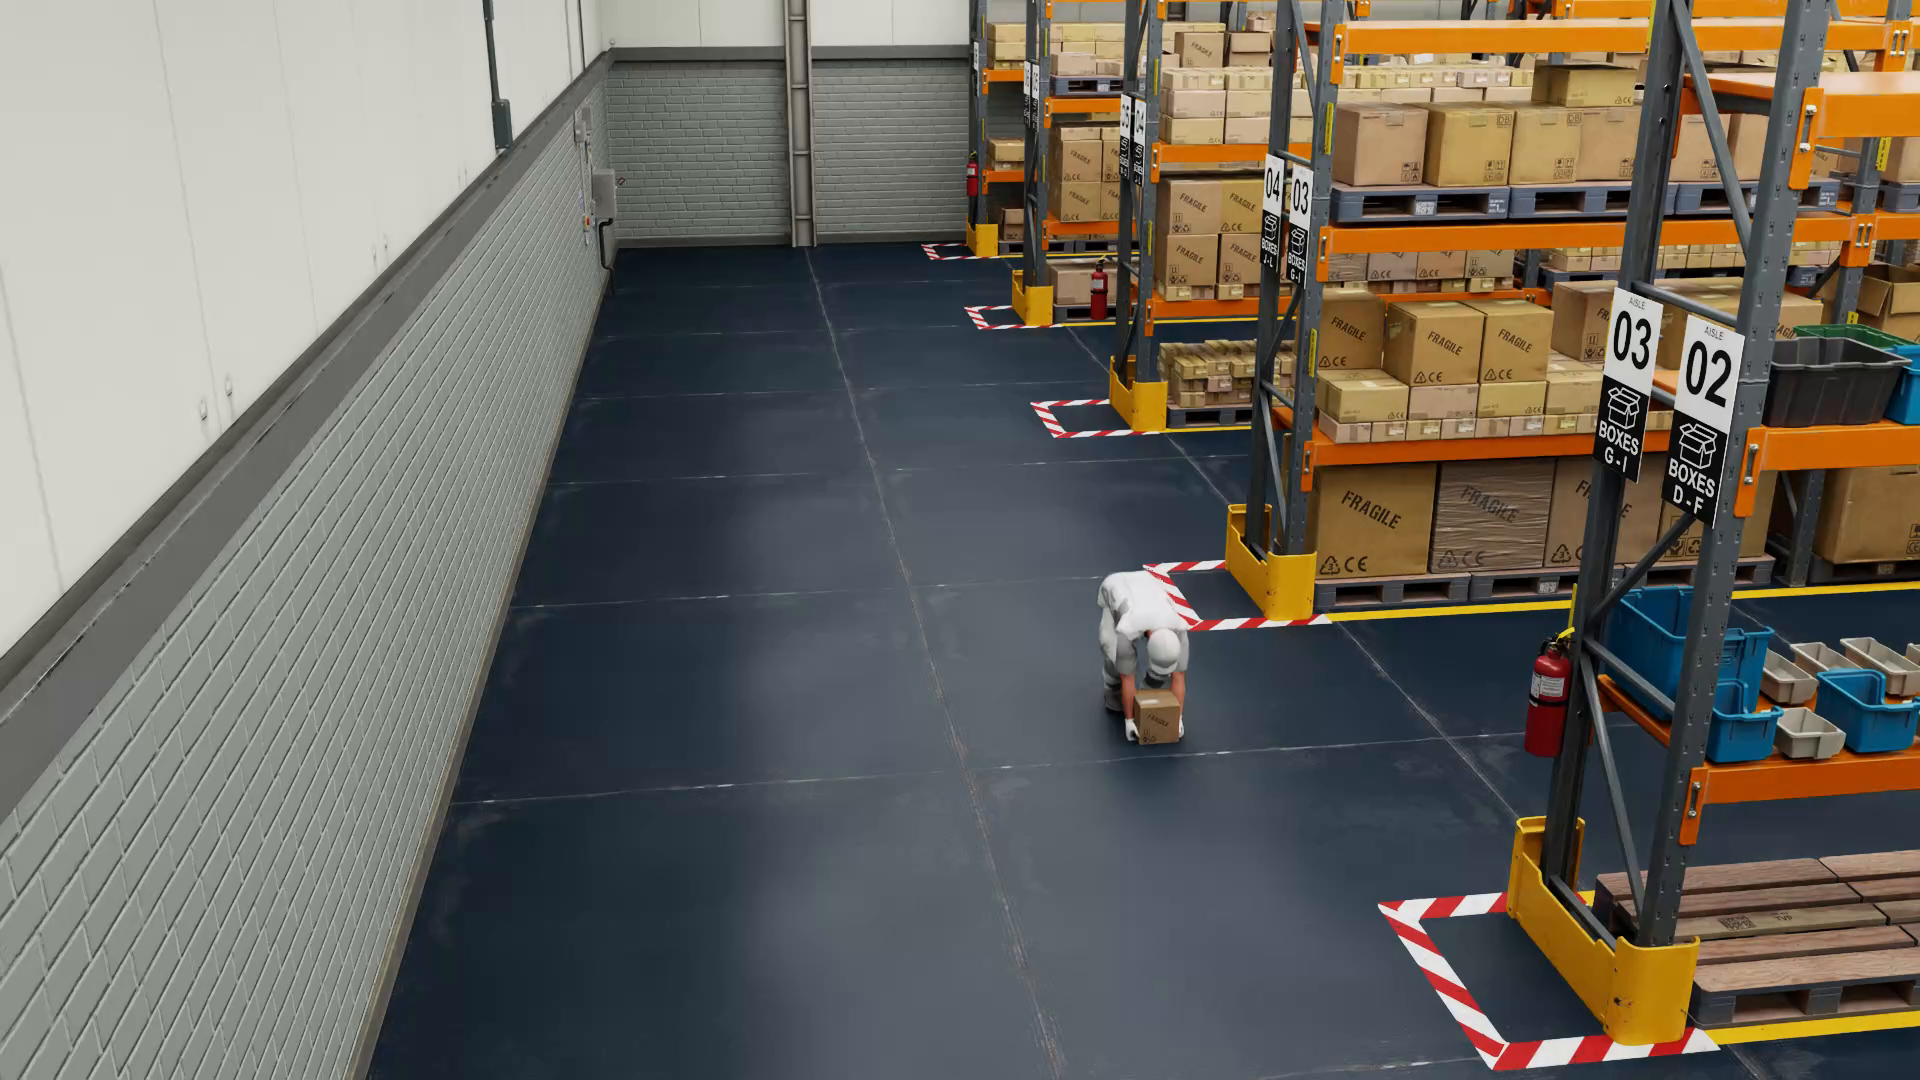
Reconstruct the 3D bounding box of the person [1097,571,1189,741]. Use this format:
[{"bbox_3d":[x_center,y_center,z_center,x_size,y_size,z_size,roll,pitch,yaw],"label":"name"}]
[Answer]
[{"bbox_3d":[1.152,0.711,10.446,0.526,0.894,0.961,-4,20,-10],"label":"person"}]
